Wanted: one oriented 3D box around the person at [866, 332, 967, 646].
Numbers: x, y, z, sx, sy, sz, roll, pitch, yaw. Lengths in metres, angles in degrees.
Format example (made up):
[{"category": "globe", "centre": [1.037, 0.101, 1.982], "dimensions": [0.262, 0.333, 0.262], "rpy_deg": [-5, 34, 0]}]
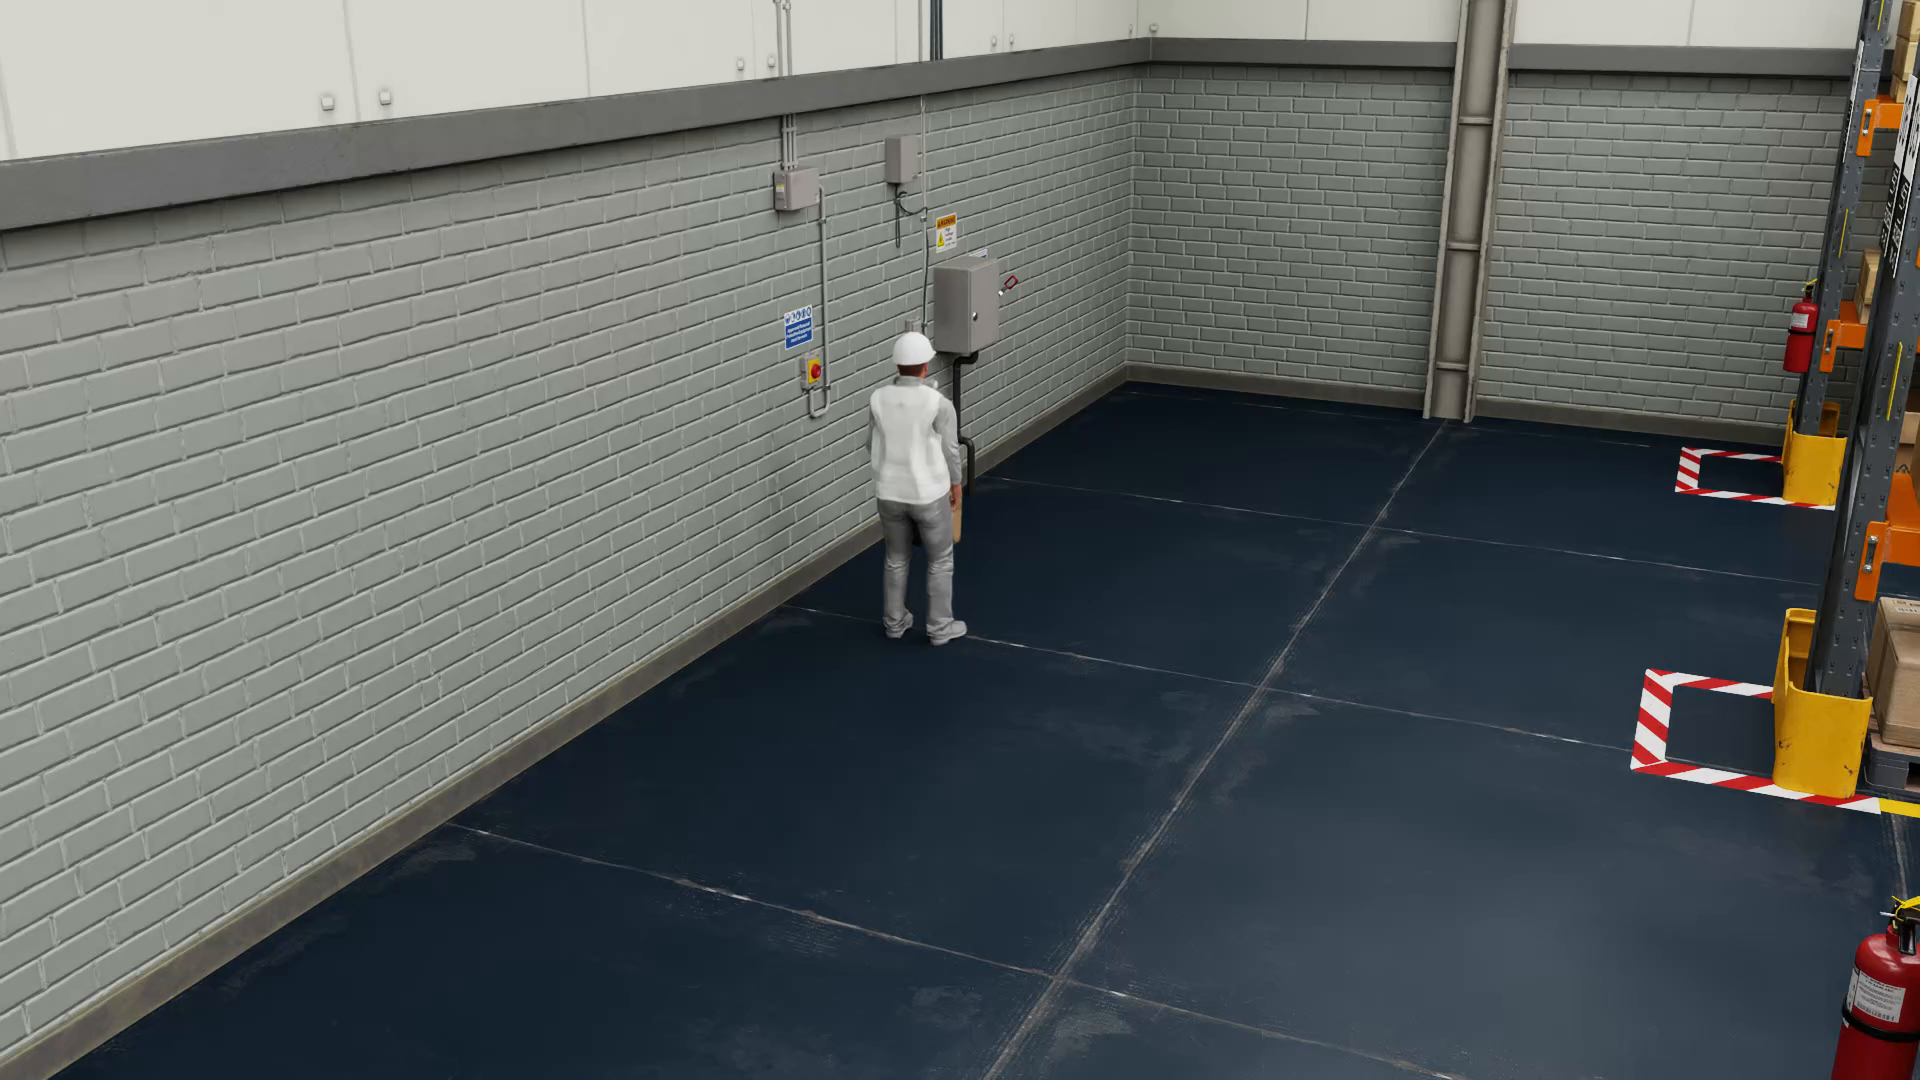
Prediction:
[{"category": "person", "centre": [-0.262, -0.283, 9.341], "dimensions": [0.555, 1.777, 0.423], "rpy_deg": [8, 20, 22]}]
